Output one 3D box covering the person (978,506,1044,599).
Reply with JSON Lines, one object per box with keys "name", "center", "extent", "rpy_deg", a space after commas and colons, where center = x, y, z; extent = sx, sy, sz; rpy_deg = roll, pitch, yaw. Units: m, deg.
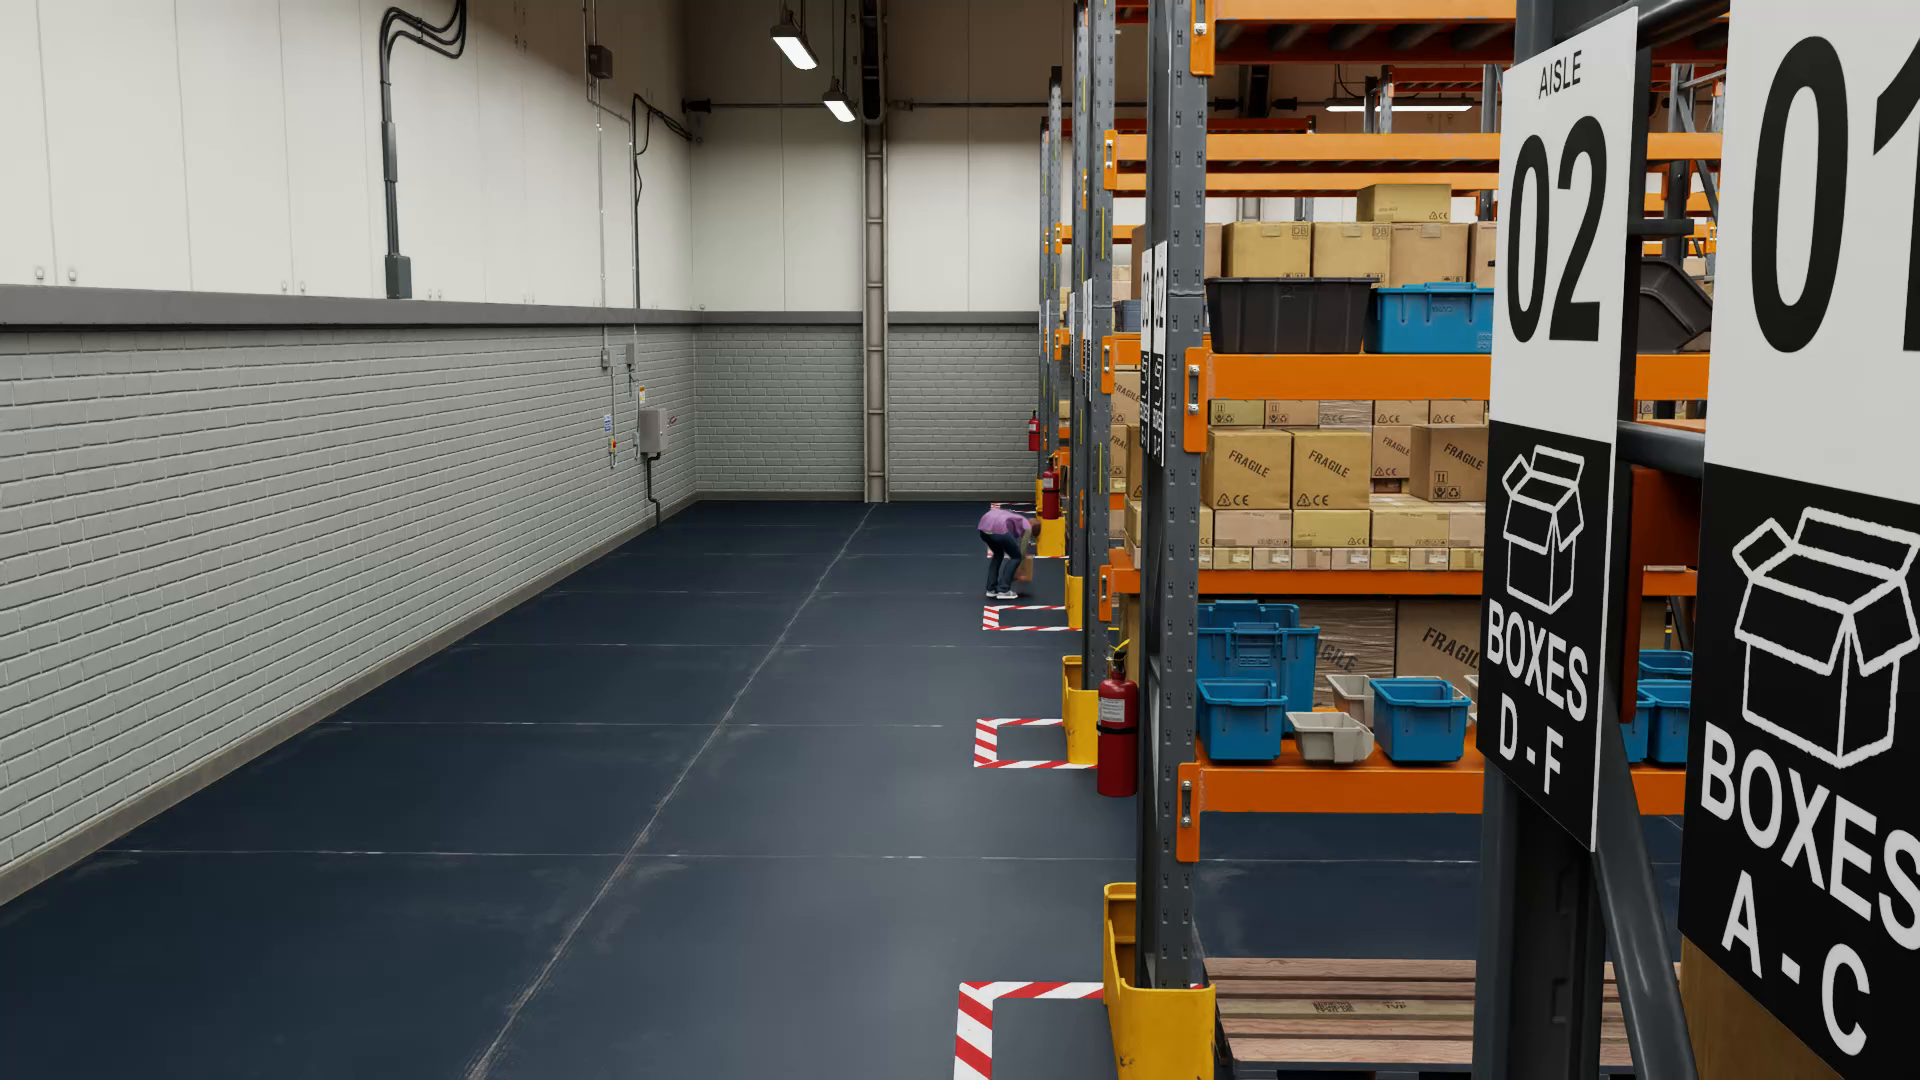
{"name": "person", "center": [0.563, 0.115, 17.820], "extent": [0.870, 0.981, 0.396], "rpy_deg": [-7, 10, -44]}
